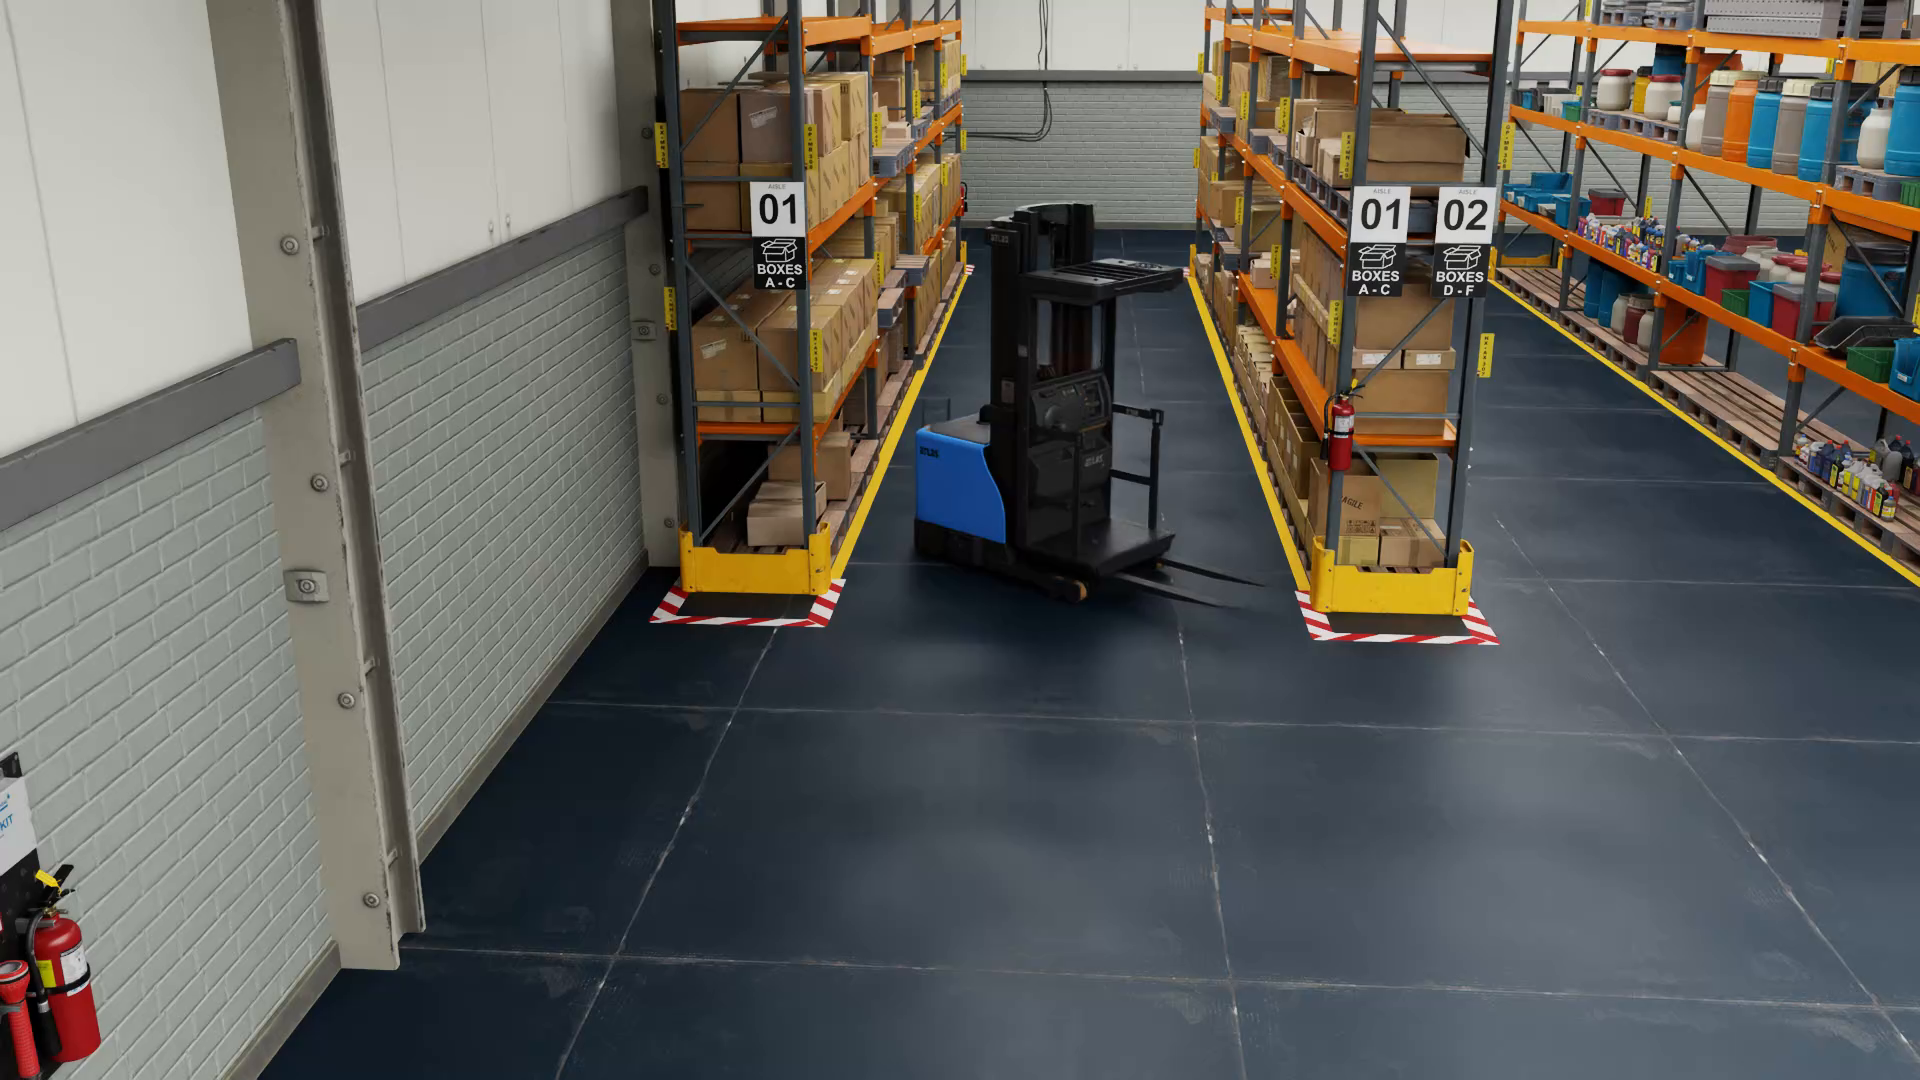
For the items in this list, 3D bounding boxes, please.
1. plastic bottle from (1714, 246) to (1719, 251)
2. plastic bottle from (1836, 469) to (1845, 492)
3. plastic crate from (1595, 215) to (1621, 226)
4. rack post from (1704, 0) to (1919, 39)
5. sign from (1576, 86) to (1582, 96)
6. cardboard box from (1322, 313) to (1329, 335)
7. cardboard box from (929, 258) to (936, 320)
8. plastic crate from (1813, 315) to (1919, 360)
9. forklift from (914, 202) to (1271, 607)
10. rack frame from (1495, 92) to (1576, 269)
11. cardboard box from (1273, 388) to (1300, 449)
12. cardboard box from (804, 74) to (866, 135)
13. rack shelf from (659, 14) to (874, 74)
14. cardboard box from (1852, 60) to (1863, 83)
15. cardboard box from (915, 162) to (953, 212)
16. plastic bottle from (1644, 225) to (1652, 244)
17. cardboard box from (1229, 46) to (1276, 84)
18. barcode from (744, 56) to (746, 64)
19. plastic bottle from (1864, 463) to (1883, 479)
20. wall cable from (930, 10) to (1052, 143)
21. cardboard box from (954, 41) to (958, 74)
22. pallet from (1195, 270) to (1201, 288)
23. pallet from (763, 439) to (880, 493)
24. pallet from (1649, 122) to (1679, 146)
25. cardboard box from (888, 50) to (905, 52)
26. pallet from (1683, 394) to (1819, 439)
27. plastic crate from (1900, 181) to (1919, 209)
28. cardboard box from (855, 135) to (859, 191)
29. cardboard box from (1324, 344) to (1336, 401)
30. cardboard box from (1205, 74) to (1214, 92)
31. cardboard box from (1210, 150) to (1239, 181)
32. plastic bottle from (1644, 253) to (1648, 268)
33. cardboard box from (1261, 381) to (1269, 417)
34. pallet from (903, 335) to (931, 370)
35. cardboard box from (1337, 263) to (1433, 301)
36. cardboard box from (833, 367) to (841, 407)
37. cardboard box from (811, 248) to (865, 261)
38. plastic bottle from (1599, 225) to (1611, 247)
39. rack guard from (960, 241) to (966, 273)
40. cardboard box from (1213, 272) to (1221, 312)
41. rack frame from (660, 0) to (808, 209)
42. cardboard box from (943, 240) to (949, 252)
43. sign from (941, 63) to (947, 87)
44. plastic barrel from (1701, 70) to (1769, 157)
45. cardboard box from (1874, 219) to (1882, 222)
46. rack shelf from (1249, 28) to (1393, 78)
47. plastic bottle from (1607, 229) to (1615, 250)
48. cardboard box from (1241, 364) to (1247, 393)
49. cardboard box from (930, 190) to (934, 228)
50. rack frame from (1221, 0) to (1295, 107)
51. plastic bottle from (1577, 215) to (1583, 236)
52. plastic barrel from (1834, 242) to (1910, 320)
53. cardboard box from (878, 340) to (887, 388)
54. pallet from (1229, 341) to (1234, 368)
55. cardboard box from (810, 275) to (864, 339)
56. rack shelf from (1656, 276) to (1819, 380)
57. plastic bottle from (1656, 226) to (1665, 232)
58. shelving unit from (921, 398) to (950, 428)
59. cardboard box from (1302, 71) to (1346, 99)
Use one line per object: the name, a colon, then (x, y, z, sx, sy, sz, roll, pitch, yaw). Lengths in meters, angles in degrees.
plastic bottle: (9.246, -3.469, 20.379, 0.061, 0.283, 0.133, 1, 18, 4)
plastic bottle: (8.008, -0.545, 15.058, 0.097, 0.201, 0.097, 0, 18, 0)
plastic crate: (9.286, -4.583, 23.919, 0.396, 0.136, 0.243, 1, 18, 4)
rack post: (8.592, -5.613, 16.780, 1.013, 1.000, 3.121, 1, 18, 4)
sign: (9.947, -7.149, 26.774, 0.100, 0.325, 0.005, 1, 18, 4)
cardboard box: (3.238, -1.804, 13.909, 0.380, 0.149, 0.250, 2, 18, 5)
cardboard box: (-0.749, -3.457, 22.932, 0.750, 0.750, 0.750, 2, 18, 6)
plastic crate: (8.372, -1.864, 15.395, 0.767, 0.338, 0.504, 1, 18, 4)
forklift: (1.036, -1.088, 13.036, 3.031, 2.935, 1.130, 16, 24, 40)
rack frame: (9.397, -5.781, 27.247, 1.000, 3.000, 0.127, 1, 18, 4)
cardboard box: (3.223, -1.122, 15.567, 0.500, 0.500, 0.500, 1, 18, 4)
cardboard box: (-1.139, -3.899, 14.890, 0.500, 0.500, 0.500, 2, 18, 7)
rack shelf: (-1.488, -4.161, 13.831, 1.077, 0.370, 4.000, 1, 18, 4)
cardboard box: (14.354, -7.227, 25.850, 0.700, 0.500, 0.500, 0, 18, 1)
cardboard box: (-0.616, -5.523, 25.979, 0.980, 0.700, 0.700, 0, 18, 1)
plastic bottle: (9.216, -4.074, 22.247, 0.097, 0.271, 0.097, 0, 18, 0)
cardboard box: (4.167, -6.750, 23.622, 0.700, 0.500, 0.500, 1, 18, 4)
barcode: (-1.873, -4.181, 14.497, 0.001, 0.075, 0.075, 1, 18, 4)
plastic bottle: (8.171, -0.541, 14.924, 0.152, 0.276, 0.135, 1, 18, 4)
wall cable: (0.277, -9.126, 32.808, 3.097, 2.526, 0.112, 1, 18, 4)
cardboard box: (-0.312, -7.571, 26.095, 0.500, 0.500, 0.500, 2, 18, 6)
pallet: (4.395, -4.296, 27.195, 1.003, 0.211, 1.213, 1, 18, 4)
pallet: (-1.358, -0.740, 16.343, 1.003, 0.211, 1.213, 1, 18, 4)
pallet: (8.976, -4.867, 19.945, 1.003, 0.211, 1.213, 1, 18, 4)
cardboard box: (-0.965, -6.527, 22.638, 0.500, 0.250, 0.500, 3, 18, 8)
pallet: (8.639, -1.353, 18.214, 1.003, 0.211, 1.213, 1, 18, 4)
plastic crate: (8.152, -2.894, 13.962, 0.336, 0.188, 0.450, 1, 18, 4)
cardboard box: (-1.183, -3.438, 15.088, 0.500, 0.500, 0.500, 0, 18, -1)
cardboard box: (3.430, -1.433, 13.817, 0.700, 0.500, 0.500, 1, 18, 4)
cardboard box: (4.117, -7.175, 26.124, 0.500, 0.250, 0.500, 1, 18, 4)
cardboard box: (3.982, -5.495, 24.608, 0.500, 0.500, 0.500, 1, 18, 3)
plastic bottle: (8.470, -3.444, 20.435, 0.097, 0.201, 0.097, 0, 18, 0)
cardboard box: (3.340, -1.457, 16.893, 0.500, 0.311, 0.500, 1, 18, 4)
pallet: (-0.926, -2.435, 21.516, 1.003, 0.211, 1.213, 1, 18, 4)
cardboard box: (3.392, -1.912, 13.196, 0.700, 0.500, 0.500, 1, 18, 2)
cardboard box: (-1.257, -1.277, 13.711, 0.500, 0.250, 0.500, 1, 18, 2)
cardboard box: (-1.274, -2.689, 16.944, 0.700, 0.500, 0.500, 1, 18, 4)
plastic bottle: (8.631, -4.056, 22.185, 0.152, 0.276, 0.135, 1, 18, 4)
rack guard: (-0.483, -4.821, 28.334, 1.175, 0.500, 0.348, 1, 18, 4)
cardboard box: (3.892, -3.526, 23.676, 0.500, 0.500, 0.500, 0, 18, 1)
rack frame: (-1.631, -3.883, 11.823, 1.000, 3.000, 0.127, 1, 18, 4)
cardboard box: (-0.372, -4.574, 25.862, 0.380, 0.149, 0.250, 1, 18, 2)
sign: (-0.229, -6.571, 23.506, 0.100, 0.325, 0.005, 1, 18, 4)
plastic barrel: (8.548, -4.709, 18.356, 0.600, 0.901, 0.600, 0, 18, 0)
cardboard box: (13.837, -4.809, 24.687, 0.380, 0.149, 0.250, 1, 18, 3)
rack shelf: (3.740, -5.105, 17.350, 1.077, 0.370, 4.000, 1, 18, 4)
plastic bottle: (8.579, -3.947, 21.858, 0.097, 0.271, 0.097, 0, 18, 0)
cardboard box: (3.486, -1.827, 18.922, 0.500, 0.250, 0.500, 1, 18, 2)
cardboard box: (-0.624, -4.494, 22.651, 0.500, 0.500, 0.500, 1, 18, 4)
rack frame: (4.170, -7.501, 22.863, 1.000, 3.000, 0.127, 1, 18, 4)
plastic bottle: (8.659, -4.378, 23.155, 0.061, 0.283, 0.133, 1, 18, 4)
plastic barrel: (8.867, -2.405, 16.141, 0.600, 0.901, 0.708, 1, 18, 4)
cardboard box: (-1.218, -2.001, 19.021, 0.700, 0.500, 0.500, 1, 18, 4)
pallet: (3.974, -2.314, 21.145, 1.003, 0.211, 1.213, 1, 18, 4)
cardboard box: (-1.147, -2.104, 15.032, 0.500, 0.500, 0.500, 1, 18, 2)
rack shelf: (8.680, -2.333, 17.881, 1.077, 0.370, 4.000, 1, 18, 4)
plastic bottle: (9.333, -4.038, 22.128, 0.152, 0.276, 0.135, 1, 18, 4)
shelving unit: (-0.206, -0.621, 14.391, 0.258, 1.200, 0.189, 0, 18, 1)
cardboard box: (3.698, -4.443, 16.712, 0.500, 0.500, 0.500, 3, 18, 9)
